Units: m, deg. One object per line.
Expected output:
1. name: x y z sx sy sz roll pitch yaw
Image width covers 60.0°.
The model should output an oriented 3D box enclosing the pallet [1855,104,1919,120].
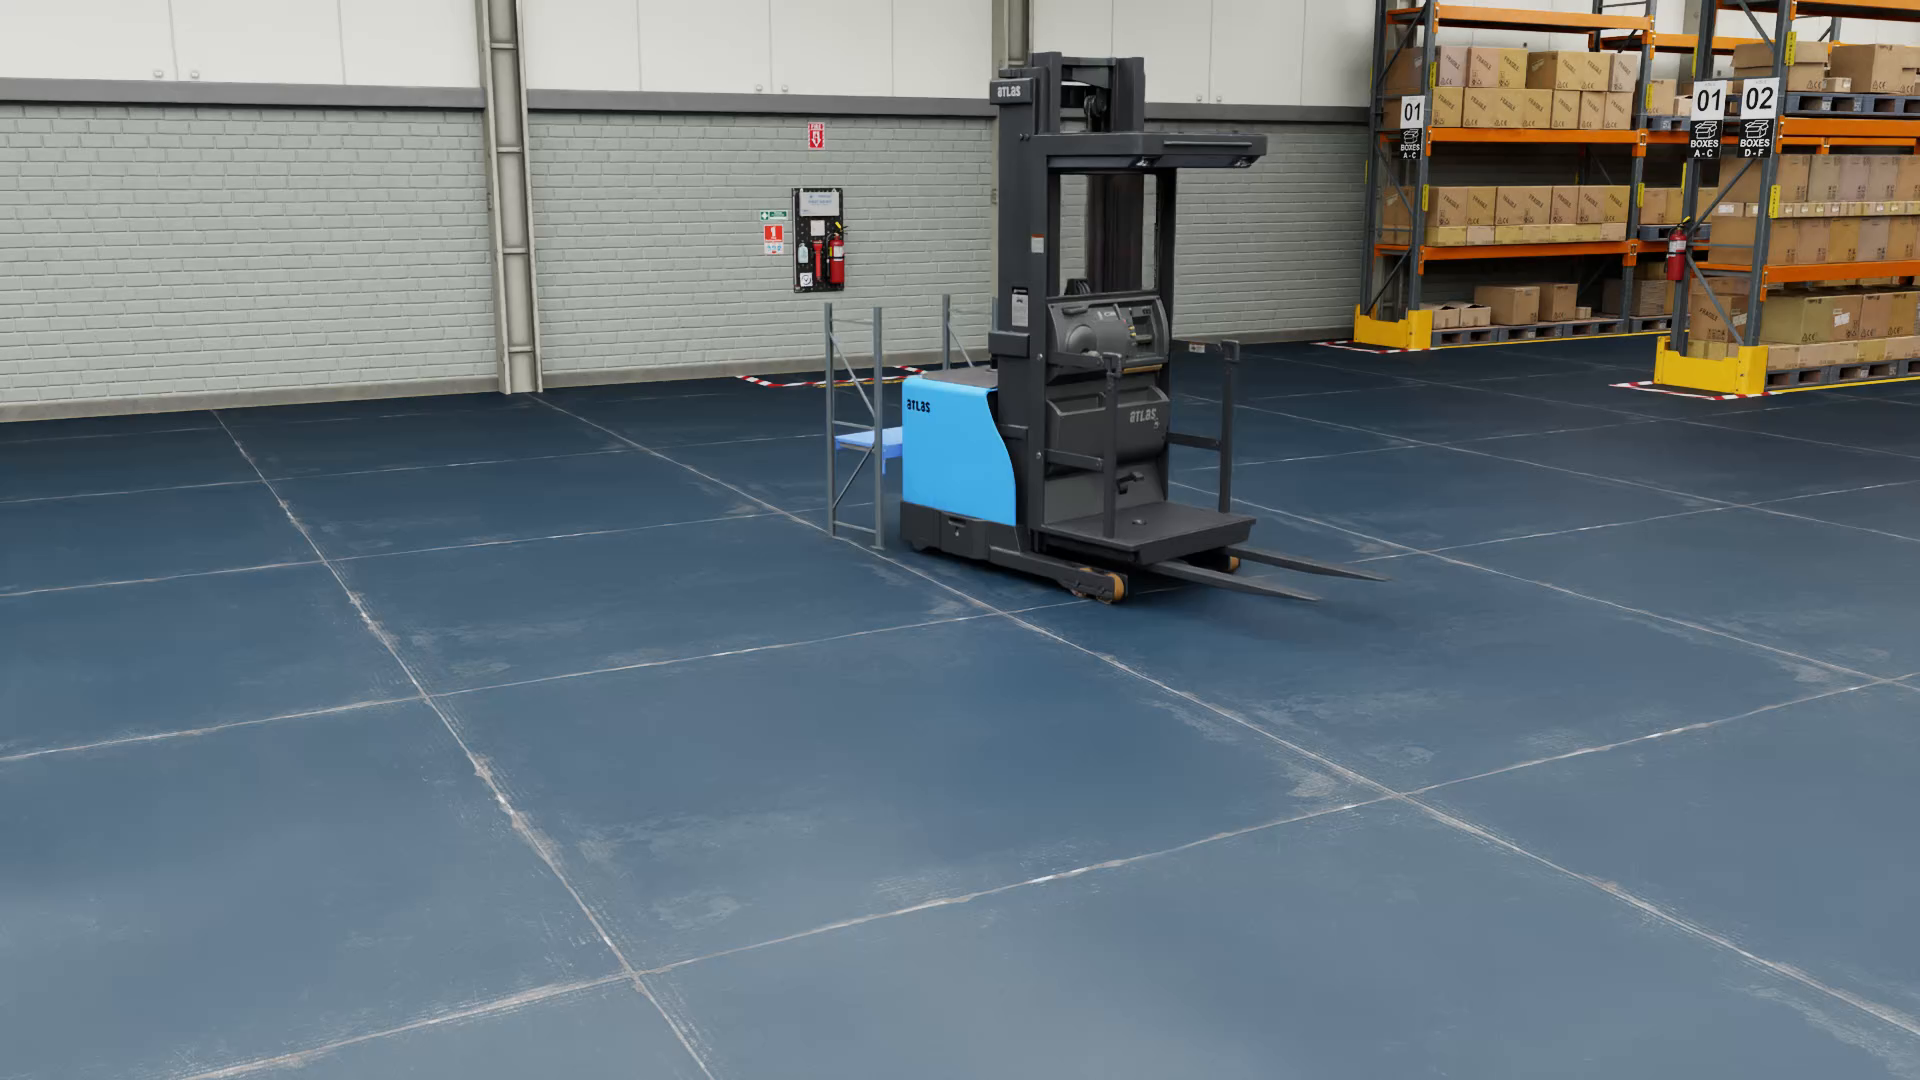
1. pallet: 10.837 -4.851 18.702 1.213 0.211 1.003 -7 14 -28

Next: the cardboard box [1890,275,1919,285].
1. cardboard box: 14.931 -4.290 26.779 0.750 0.750 0.750 -6 14 -26

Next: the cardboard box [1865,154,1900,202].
1. cardboard box: 9.865 -4.001 18.373 0.500 0.500 0.700 -7 14 -28

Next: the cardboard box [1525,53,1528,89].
1. cardboard box: 7.300 -6.323 22.491 0.500 0.500 0.500 -7 14 -28

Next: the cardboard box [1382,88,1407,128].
1. cardboard box: 5.930 -5.674 21.882 0.500 0.500 0.500 -6 14 -24

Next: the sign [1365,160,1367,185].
1. sign: 5.437 -4.887 22.136 0.005 0.325 0.100 -7 14 -28

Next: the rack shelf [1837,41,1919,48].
1. rack shelf: 14.462 -7.492 25.952 4.000 0.370 1.077 -7 14 -28

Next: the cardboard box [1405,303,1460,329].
1. cardboard box: 6.336 -3.017 22.306 0.500 0.311 0.500 -9 15 -34

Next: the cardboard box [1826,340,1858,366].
1. cardboard box: 9.515 -2.087 18.359 0.500 0.250 0.500 -7 14 -28

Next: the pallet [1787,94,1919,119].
1. pallet: 9.767 -4.724 18.136 1.213 0.211 1.003 -7 14 -28

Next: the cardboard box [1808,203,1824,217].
1. cardboard box: 8.960 -3.524 17.731 0.250 0.149 0.380 -7 14 -28

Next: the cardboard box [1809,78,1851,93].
1. cardboard box: 9.179 -4.808 17.609 0.250 0.149 0.380 -7 14 -28

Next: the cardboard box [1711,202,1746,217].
1. cardboard box: 8.306 -3.547 17.832 0.250 0.149 0.380 -7 15 -29

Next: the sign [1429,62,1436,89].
1. sign: 5.945 -5.844 20.923 0.005 0.325 0.100 -7 14 -28

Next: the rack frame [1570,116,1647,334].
1. rack frame: 9.196 -4.480 23.683 0.127 3.000 1.000 -7 14 -28

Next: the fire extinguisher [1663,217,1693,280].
1. fire extinguisher: 7.736 -3.144 17.924 0.183 0.674 0.296 -7 14 -28

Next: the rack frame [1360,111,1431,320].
1. rack frame: 5.685 -4.059 21.813 0.127 3.000 1.000 -7 14 -28

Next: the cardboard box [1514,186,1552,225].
1. cardboard box: 7.591 -4.514 22.421 0.500 0.500 0.500 -6 14 -26

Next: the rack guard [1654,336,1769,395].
1. rack guard: 8.041 -1.883 17.836 0.348 0.500 1.175 -7 14 -28

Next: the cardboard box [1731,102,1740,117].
1. cardboard box: 11.525 -6.306 24.683 0.637 0.503 0.797 -5 14 -20

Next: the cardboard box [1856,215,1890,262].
1. cardboard box: 9.835 -3.364 18.495 0.500 0.500 0.700 -6 14 -26

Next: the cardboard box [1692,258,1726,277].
1. cardboard box: 11.121 -4.073 24.858 0.500 0.250 0.500 -7 14 -28

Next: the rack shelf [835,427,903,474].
1. rack shelf: -0.295 -0.613 10.738 1.000 0.185 0.538 -12 17 -43

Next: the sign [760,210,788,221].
1. sign: -2.095 -3.652 18.716 0.331 0.109 0.001 -7 14 -28

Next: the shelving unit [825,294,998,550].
1. shelving unit: -0.295 -0.789 10.699 1.048 1.500 0.538 -12 17 -43

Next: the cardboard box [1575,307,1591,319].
1. cardboard box: 8.741 -3.250 23.670 0.250 0.166 0.380 -9 16 -35

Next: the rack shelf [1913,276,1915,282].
1. rack shelf: 13.328 -3.385 20.457 4.000 0.370 1.077 -7 14 -28

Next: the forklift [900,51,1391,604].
1. forklift: 0.994 -1.209 9.305 1.130 2.935 3.031 -11 17 -41

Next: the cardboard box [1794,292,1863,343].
1. cardboard box: 9.510 -2.456 18.287 0.500 0.500 0.500 -7 14 -28

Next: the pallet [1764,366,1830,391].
1. pallet: 8.713 -1.833 18.272 1.213 0.211 1.003 -7 14 -28

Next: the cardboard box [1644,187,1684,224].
1. cardboard box: 10.153 -4.848 24.087 0.500 0.500 0.700 -5 14 -22

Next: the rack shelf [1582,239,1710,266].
1. rack shelf: 10.952 -4.339 24.697 4.000 0.370 1.077 -7 14 -28

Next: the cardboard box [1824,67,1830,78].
1. cardboard box: 9.434 -5.028 18.216 0.500 0.311 0.500 -5 14 -21

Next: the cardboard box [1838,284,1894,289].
1. cardboard box: 10.581 -2.712 19.427 0.500 0.500 0.500 -7 14 -28

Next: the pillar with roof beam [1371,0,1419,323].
1. pillar with roof beam: 7.948 -6.396 18.536 0.400 9.000 9.100 -7 14 -28

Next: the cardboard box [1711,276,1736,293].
1. cardboard box: 11.170 -3.720 25.000 0.500 0.500 0.700 -7 14 -28

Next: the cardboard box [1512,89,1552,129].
1. cardboard box: 7.501 -5.733 22.148 0.500 0.500 0.500 -6 14 -24

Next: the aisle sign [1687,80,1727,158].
1. aisle sign: 7.864 -4.423 17.508 0.004 0.787 0.394 -7 14 -28

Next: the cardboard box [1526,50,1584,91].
1. cardboard box: 7.957 -6.268 22.246 0.500 0.500 0.500 -7 15 -30

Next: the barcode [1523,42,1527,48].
1. barcode: 7.770 -6.807 22.863 0.075 0.075 0.001 -7 14 -28

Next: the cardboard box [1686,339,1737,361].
1. cardboard box: 8.391 -2.081 18.332 0.500 0.250 0.500 -7 14 -28

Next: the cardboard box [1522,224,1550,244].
1. cardboard box: 7.609 -4.148 22.506 0.500 0.250 0.500 -7 14 -27

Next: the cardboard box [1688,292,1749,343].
1. cardboard box: 8.390 -2.448 18.252 0.500 0.500 0.500 -7 14 -28

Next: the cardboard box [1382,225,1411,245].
1. cardboard box: 6.003 -4.082 22.212 0.500 0.250 0.500 -7 14 -27

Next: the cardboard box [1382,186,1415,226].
1. cardboard box: 5.997 -4.452 22.147 0.500 0.500 0.500 -7 14 -28

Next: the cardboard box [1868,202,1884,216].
1. cardboard box: 9.859 -3.631 18.207 0.250 0.149 0.380 -7 14 -27
